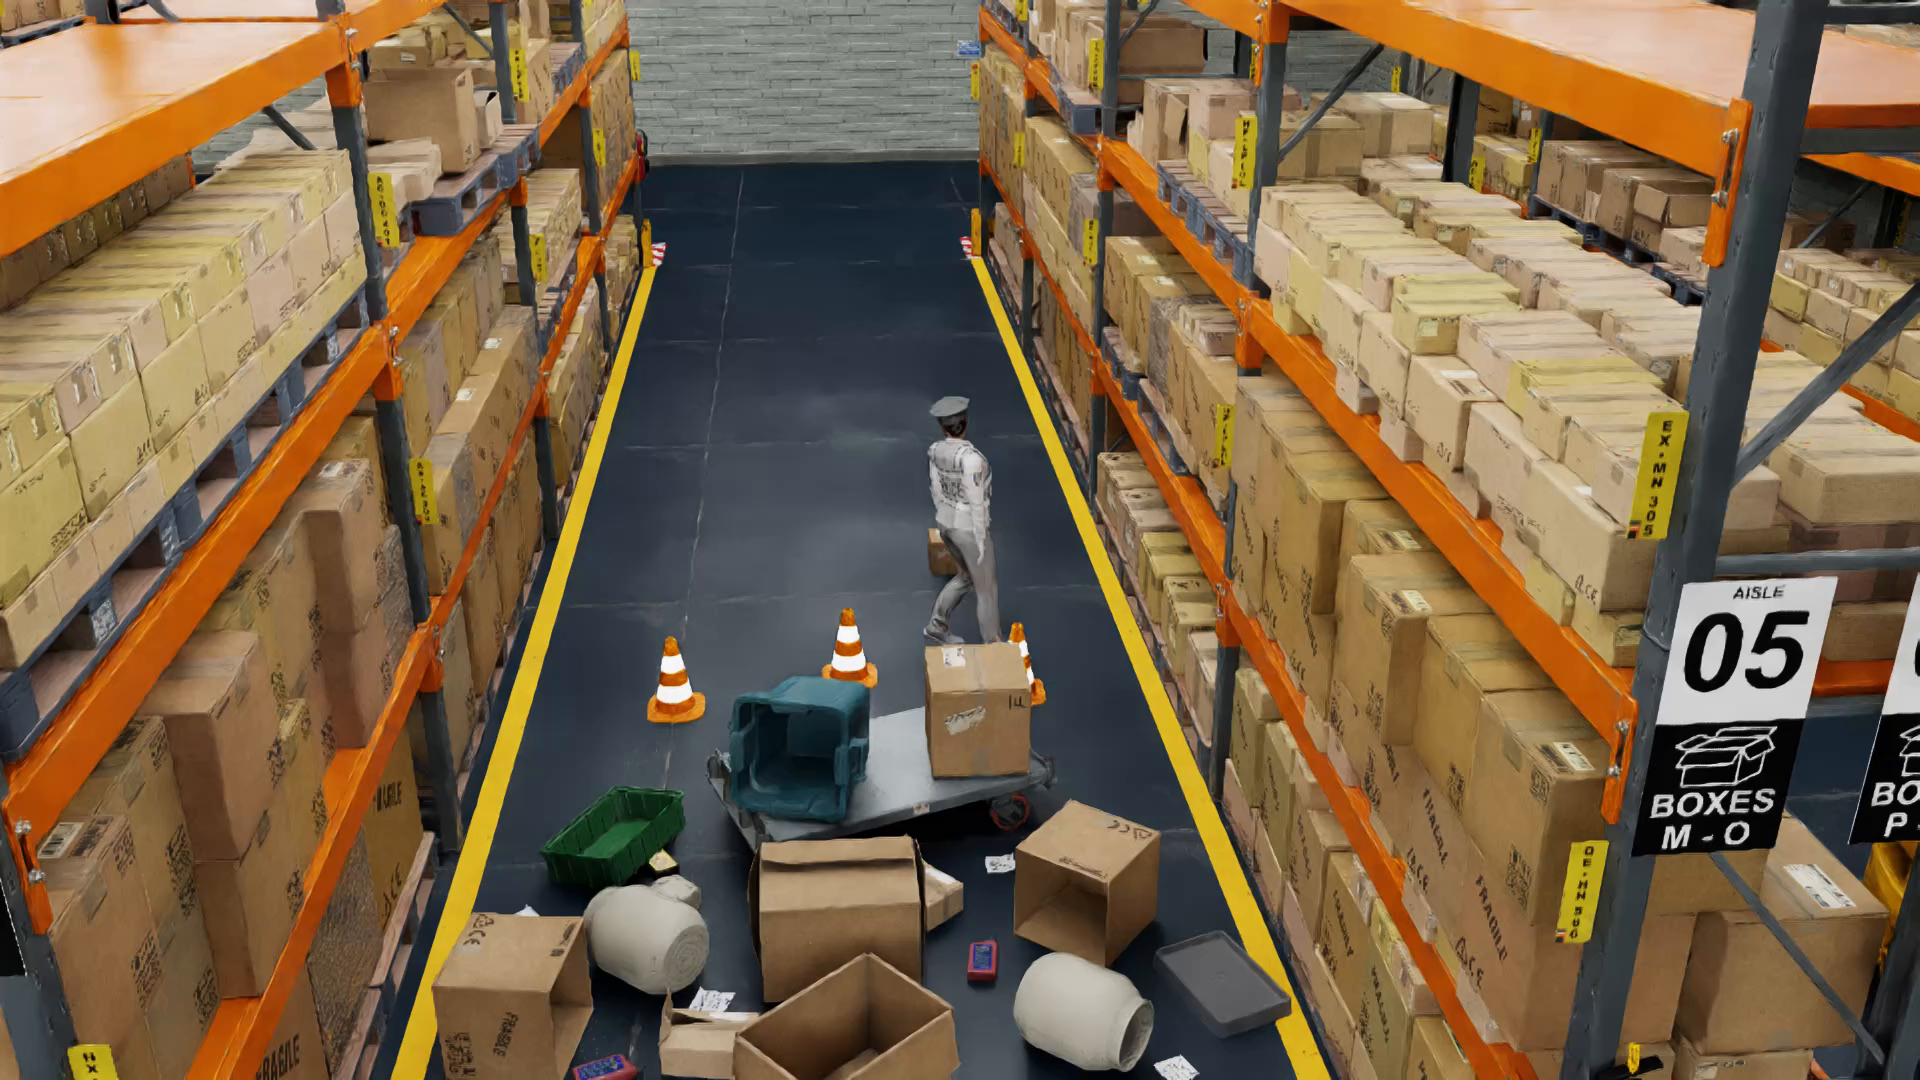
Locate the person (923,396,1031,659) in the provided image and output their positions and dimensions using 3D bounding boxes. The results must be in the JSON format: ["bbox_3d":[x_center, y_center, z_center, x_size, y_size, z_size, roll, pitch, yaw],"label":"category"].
[{"bbox_3d":[0.090,-0.043,10.206,0.477,1.635,0.671,-13,27,-28],"label":"person"}]
